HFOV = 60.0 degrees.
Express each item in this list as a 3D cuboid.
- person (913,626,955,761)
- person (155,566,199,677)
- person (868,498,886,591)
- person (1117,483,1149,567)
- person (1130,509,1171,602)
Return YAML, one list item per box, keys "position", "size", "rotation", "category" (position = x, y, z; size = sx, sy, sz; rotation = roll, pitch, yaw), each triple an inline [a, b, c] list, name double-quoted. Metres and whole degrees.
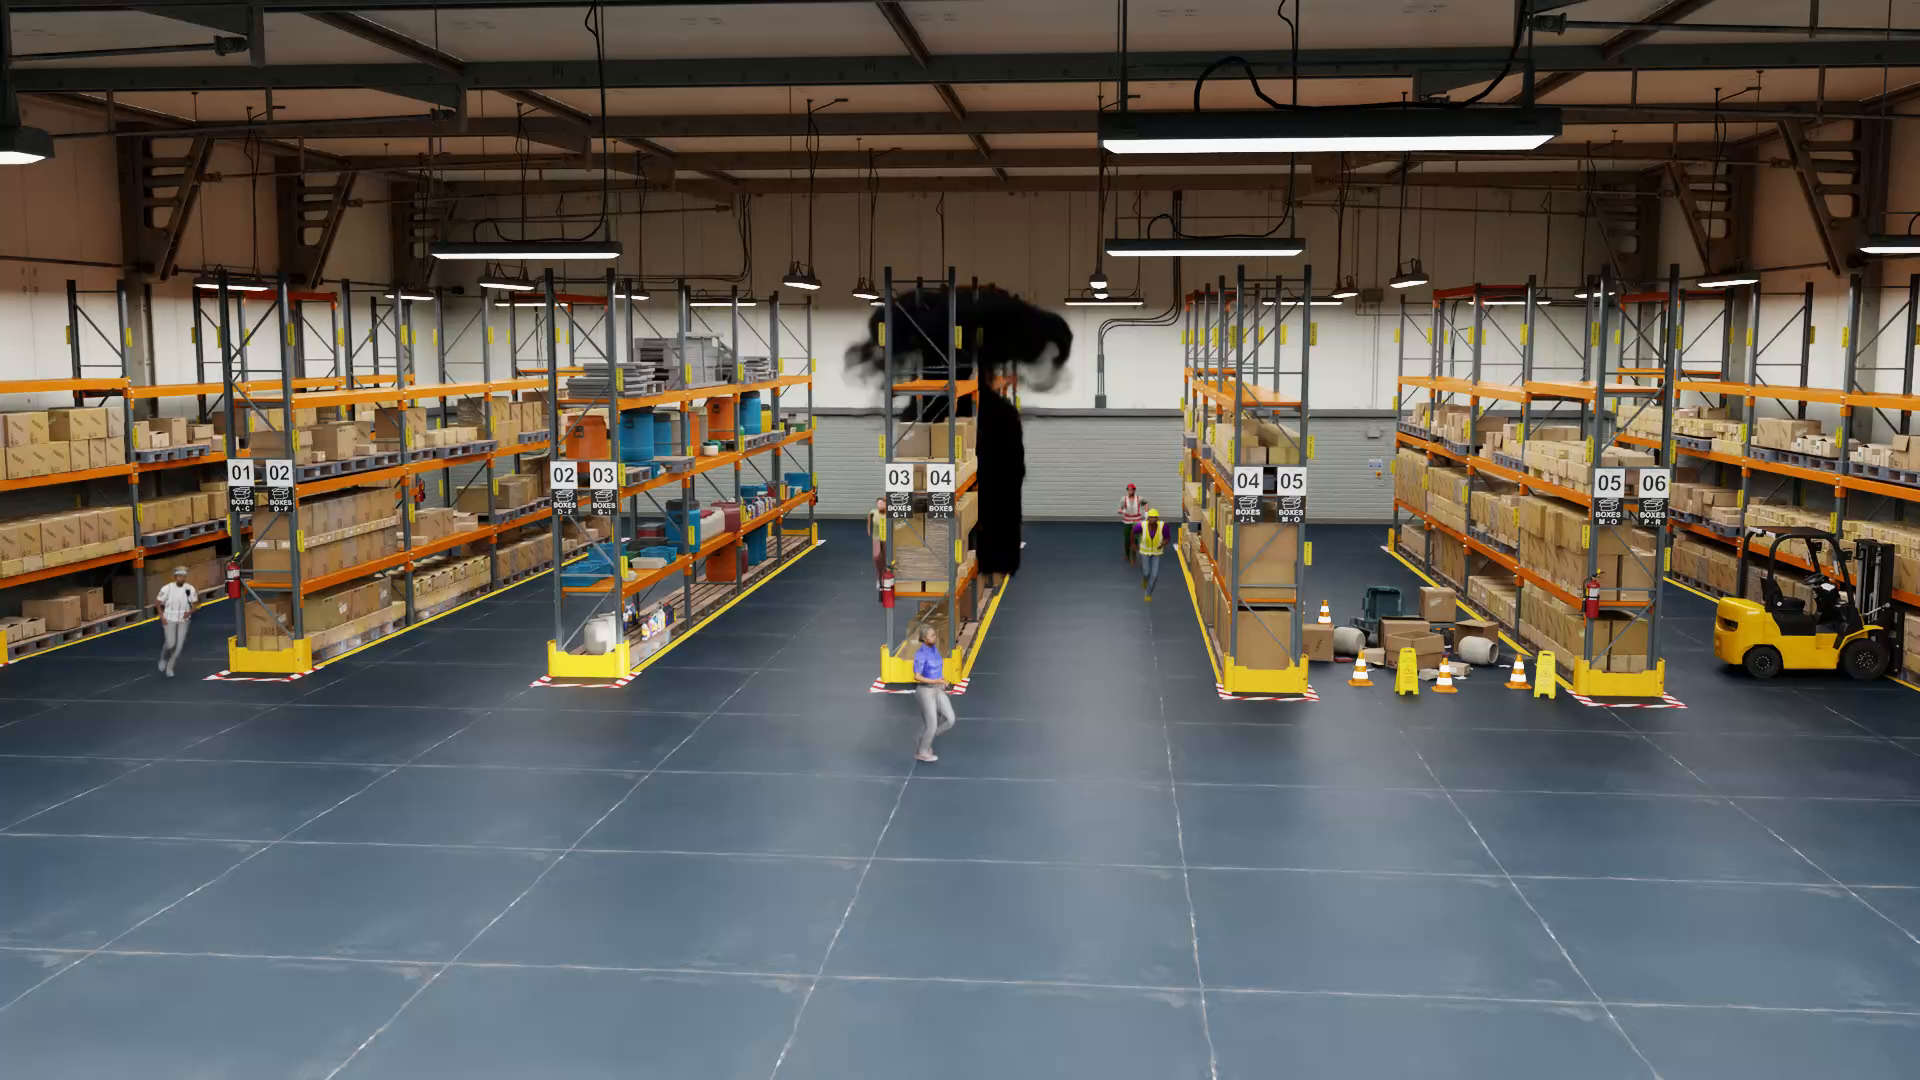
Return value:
- position: [-0.288, 1.820, 19.629]
  size: [0.542, 1.611, 0.565]
  rotation: [4, 8, 31]
  category: "person"
- position: [-11.639, 1.205, 24.781]
  size: [0.579, 1.645, 0.514]
  rotation: [-5, 9, -37]
  category: "person"
- position: [-1.495, 0.052, 31.835]
  size: [0.599, 1.757, 0.781]
  rotation: [1, 7, 9]
  category: "person"
- position: [3.814, -0.341, 36.746]
  size: [0.676, 1.837, 0.919]
  rotation: [1, 7, 11]
  category: "person"
- position: [3.410, 0.278, 29.722]
  size: [0.688, 1.697, 0.730]
  rotation: [0, 7, -2]
  category: "person"
